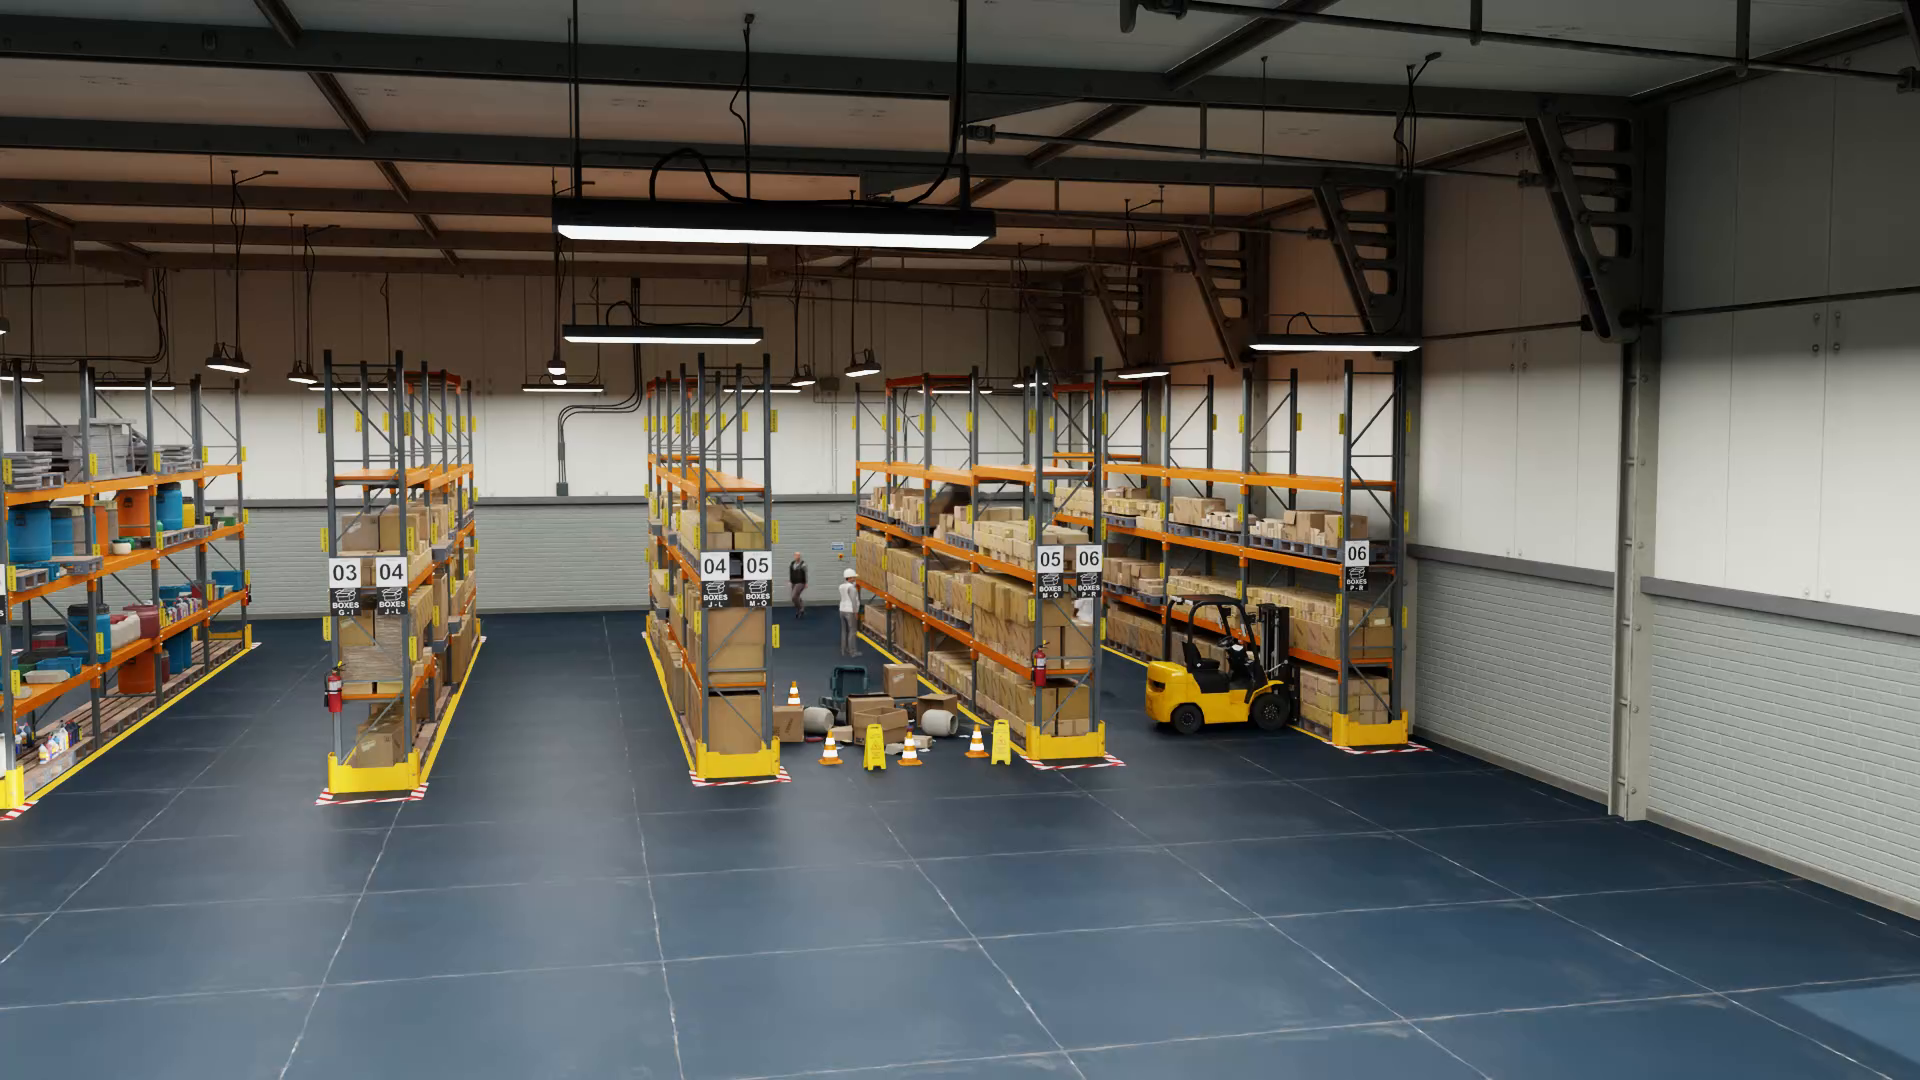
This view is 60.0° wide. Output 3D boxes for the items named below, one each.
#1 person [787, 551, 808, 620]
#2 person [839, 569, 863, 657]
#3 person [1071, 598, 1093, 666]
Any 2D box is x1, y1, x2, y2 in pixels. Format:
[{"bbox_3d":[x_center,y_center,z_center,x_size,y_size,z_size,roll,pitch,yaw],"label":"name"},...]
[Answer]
[{"bbox_3d":[-4.192,1.162,42.749,0.519,1.741,0.489,-3,5,-36],"label":"person"},{"bbox_3d":[-2.212,1.470,33.653,0.417,1.778,0.582,-3,5,-35],"label":"person"},{"bbox_3d":[2.376,1.619,32.059,0.662,1.833,0.676,-1,4,-20],"label":"person"}]
